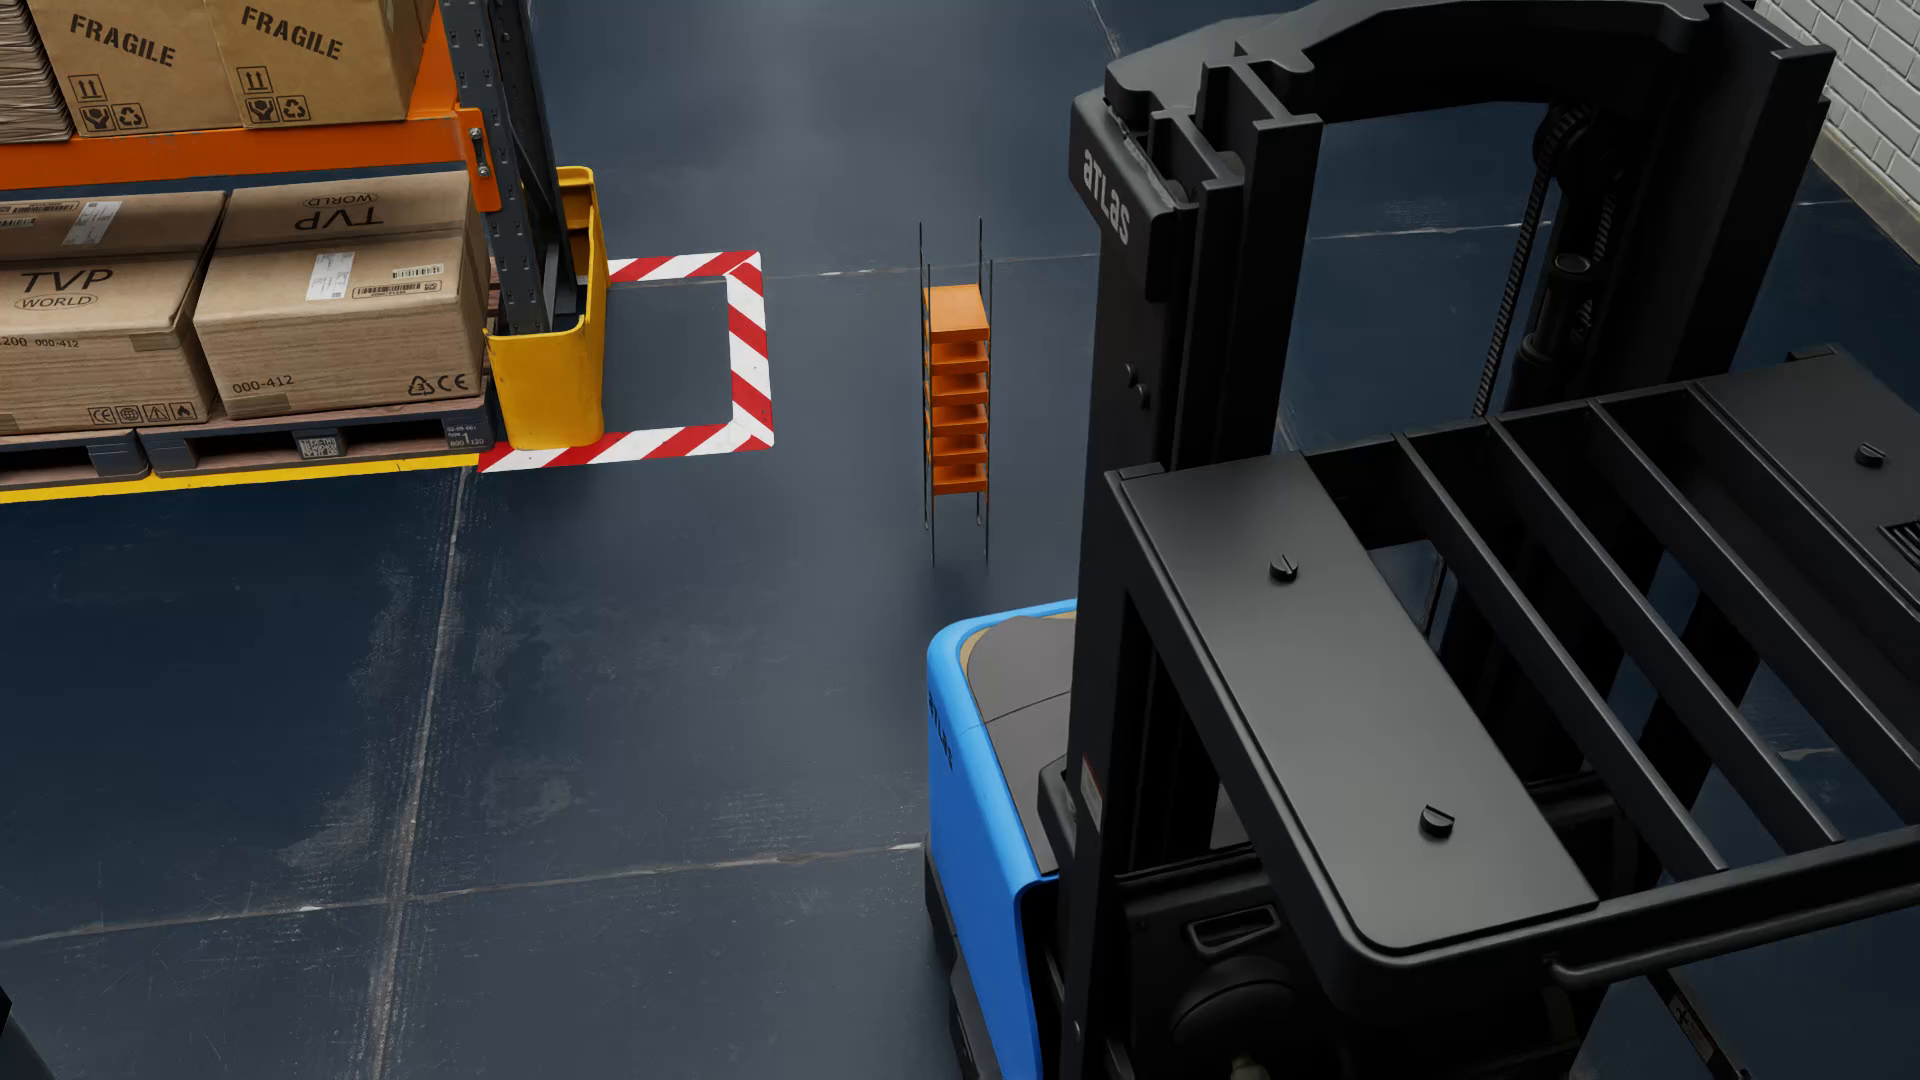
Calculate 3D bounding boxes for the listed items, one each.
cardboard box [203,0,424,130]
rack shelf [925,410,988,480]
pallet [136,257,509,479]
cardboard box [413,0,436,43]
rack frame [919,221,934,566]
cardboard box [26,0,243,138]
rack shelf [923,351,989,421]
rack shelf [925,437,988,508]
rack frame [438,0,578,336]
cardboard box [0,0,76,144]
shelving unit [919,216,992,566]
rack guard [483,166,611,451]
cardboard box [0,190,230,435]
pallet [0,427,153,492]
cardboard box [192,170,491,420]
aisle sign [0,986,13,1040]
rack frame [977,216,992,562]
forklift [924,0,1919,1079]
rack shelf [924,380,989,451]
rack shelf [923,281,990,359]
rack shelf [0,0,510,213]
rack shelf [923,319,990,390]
[{"bbox_3d":[-2.028,-1.655,5.253,0.500,0.500,0.500,-5,42,-5],"label":"cardboard box"},{"bbox_3d":[-0.014,-0.322,5.439,0.180,0.103,0.258,-5,42,-6],"label":"rack shelf"},{"bbox_3d":[-2.367,-0.679,6.327,1.213,0.211,1.003,-5,42,-6],"label":"pallet"},{"bbox_3d":[-2.098,-2.022,5.659,0.500,0.500,0.500,-5,42,-6],"label":"cardboard box"},{"bbox_3d":[-0.105,-0.436,5.320,0.006,1.200,0.240,-5,42,-6],"label":"rack frame"},{"bbox_3d":[-2.528,-1.622,5.216,0.500,0.500,0.500,-6,42,-6],"label":"cardboard box"},{"bbox_3d":[-0.014,-0.500,5.278,0.180,0.103,0.258,-5,42,-6],"label":"rack shelf"},{"bbox_3d":[-0.014,-0.233,5.519,0.180,0.103,0.258,-5,42,-6],"label":"rack shelf"},{"bbox_3d":[-1.584,-1.836,5.528,0.127,3.000,1.000,-5,42,-6],"label":"rack frame"},{"bbox_3d":[-3.037,-1.570,5.159,0.500,0.500,0.500,-4,42,-4],"label":"cardboard box"},{"bbox_3d":[-0.014,-0.444,5.329,0.189,1.200,0.258,-5,42,-6],"label":"shelving unit"},{"bbox_3d":[-1.561,-0.910,6.367,0.348,0.500,1.175,-5,42,-6],"label":"rack guard"},{"bbox_3d":[-3.132,-0.831,6.014,0.875,0.438,0.875,-4,42,-4],"label":"cardboard box"},{"bbox_3d":[-3.574,-0.575,6.212,1.213,0.211,1.003,-5,42,-6],"label":"pallet"},{"bbox_3d":[-2.226,-0.917,6.108,0.875,0.438,0.875,-6,42,-7],"label":"cardboard box"},{"bbox_3d":[-0.908,0.294,1.225,0.004,0.787,0.394,-5,42,-6],"label":"aisle sign"},{"bbox_3d":[0.076,-0.452,5.338,0.006,1.200,0.240,-5,42,-6],"label":"rack frame"},{"bbox_3d":[0.784,0.778,2.681,1.130,2.935,3.031,-10,43,-11],"label":"forklift"},{"bbox_3d":[-0.014,-0.411,5.359,0.180,0.103,0.258,-5,42,-6],"label":"rack shelf"},{"bbox_3d":[-0.014,-0.679,5.117,0.180,0.103,0.258,-5,42,-6],"label":"rack shelf"},{"bbox_3d":[-3.567,-1.395,5.576,4.000,0.370,1.077,-5,42,-6],"label":"rack shelf"},{"bbox_3d":[-0.014,-0.589,5.198,0.180,0.103,0.258,-5,42,-6],"label":"rack shelf"}]
